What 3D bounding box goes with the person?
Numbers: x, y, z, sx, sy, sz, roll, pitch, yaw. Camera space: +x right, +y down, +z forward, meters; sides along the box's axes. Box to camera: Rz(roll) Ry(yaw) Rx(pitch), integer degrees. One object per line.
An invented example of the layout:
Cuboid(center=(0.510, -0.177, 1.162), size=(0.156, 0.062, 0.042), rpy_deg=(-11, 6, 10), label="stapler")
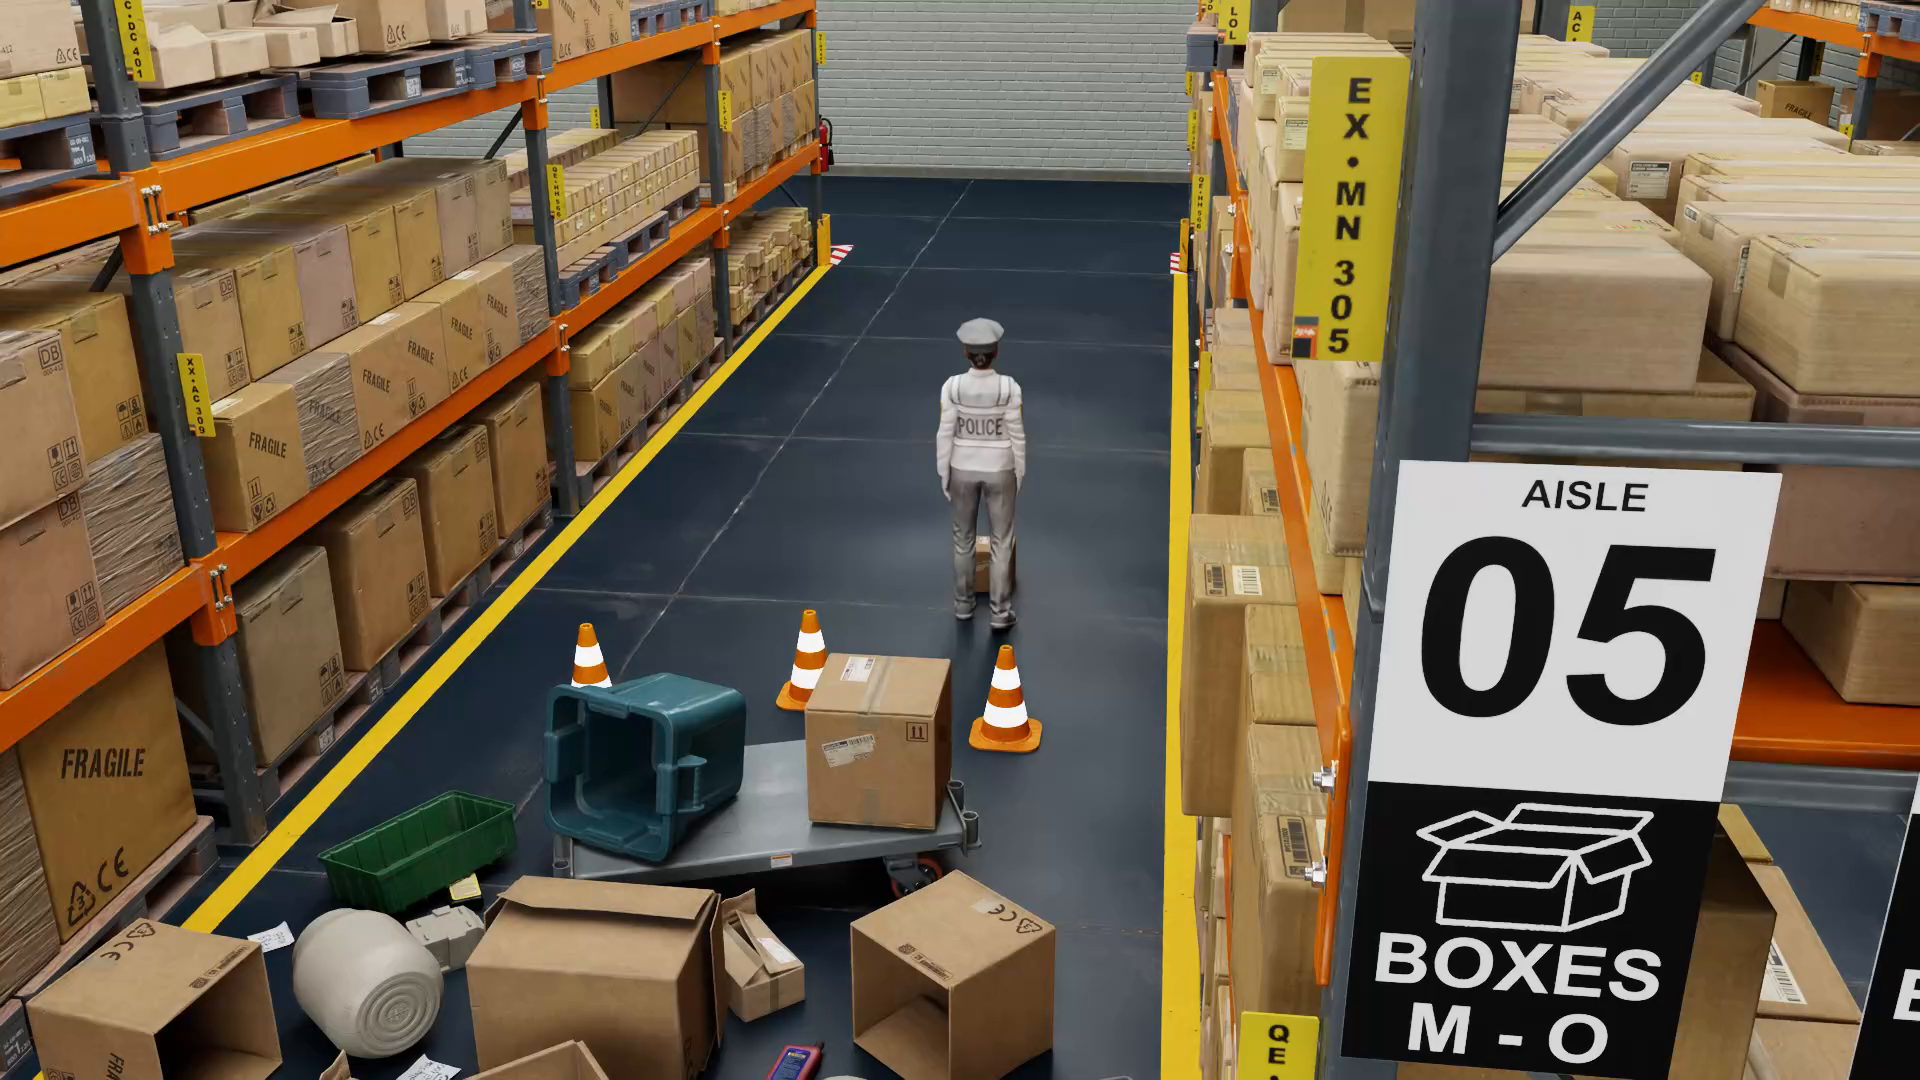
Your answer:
Cuboid(center=(0.115, -0.345, 8.962), size=(0.474, 1.698, 0.431), rpy_deg=(3, 21, 7), label="person")
